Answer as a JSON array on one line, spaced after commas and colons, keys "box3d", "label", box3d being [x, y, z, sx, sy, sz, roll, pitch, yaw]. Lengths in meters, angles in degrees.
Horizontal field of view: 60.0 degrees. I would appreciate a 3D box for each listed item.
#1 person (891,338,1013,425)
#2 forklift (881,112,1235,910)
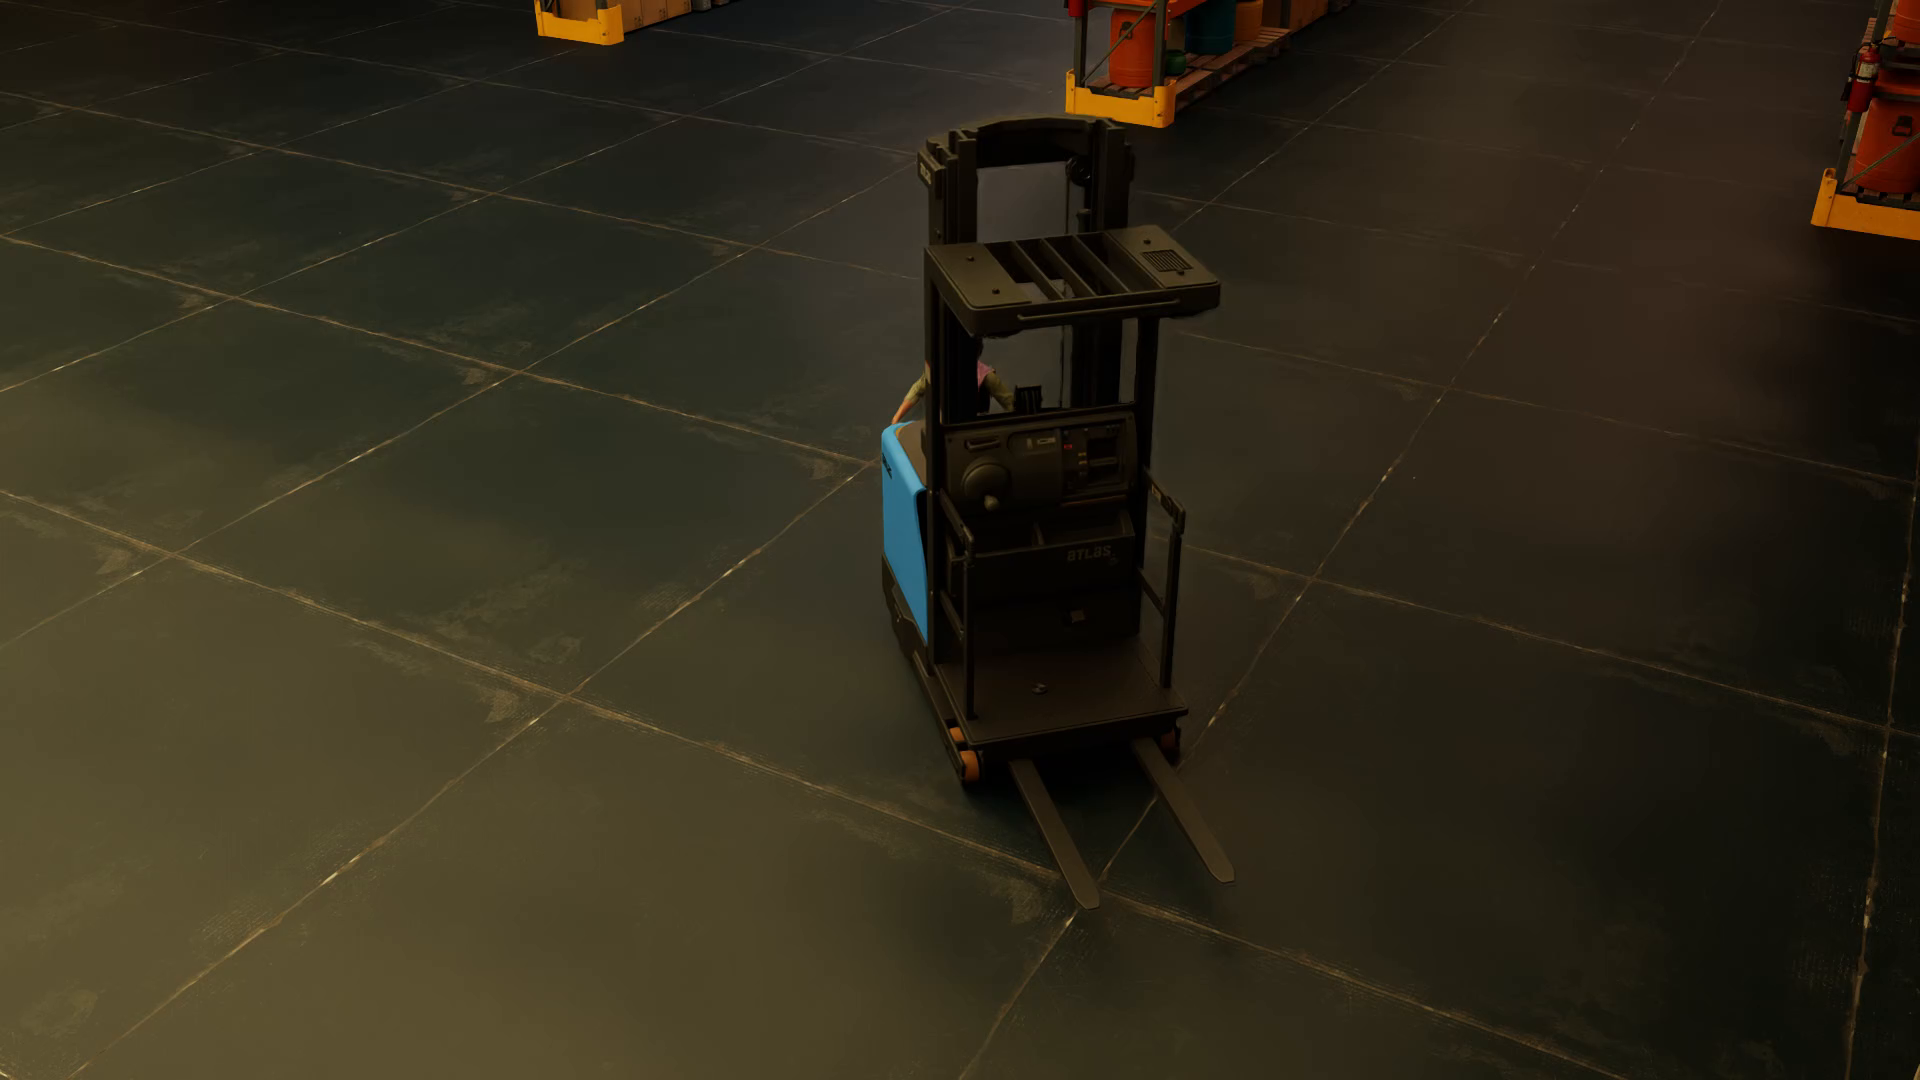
[{"box3d": [-0.104, -0.424, 9.206, 0.754, 1.524, 0.737, 15, 33, 25], "label": "person"}, {"box3d": [0.445, -0.316, 7.618, 1.130, 2.935, 3.031, -8, 31, -13], "label": "forklift"}]
